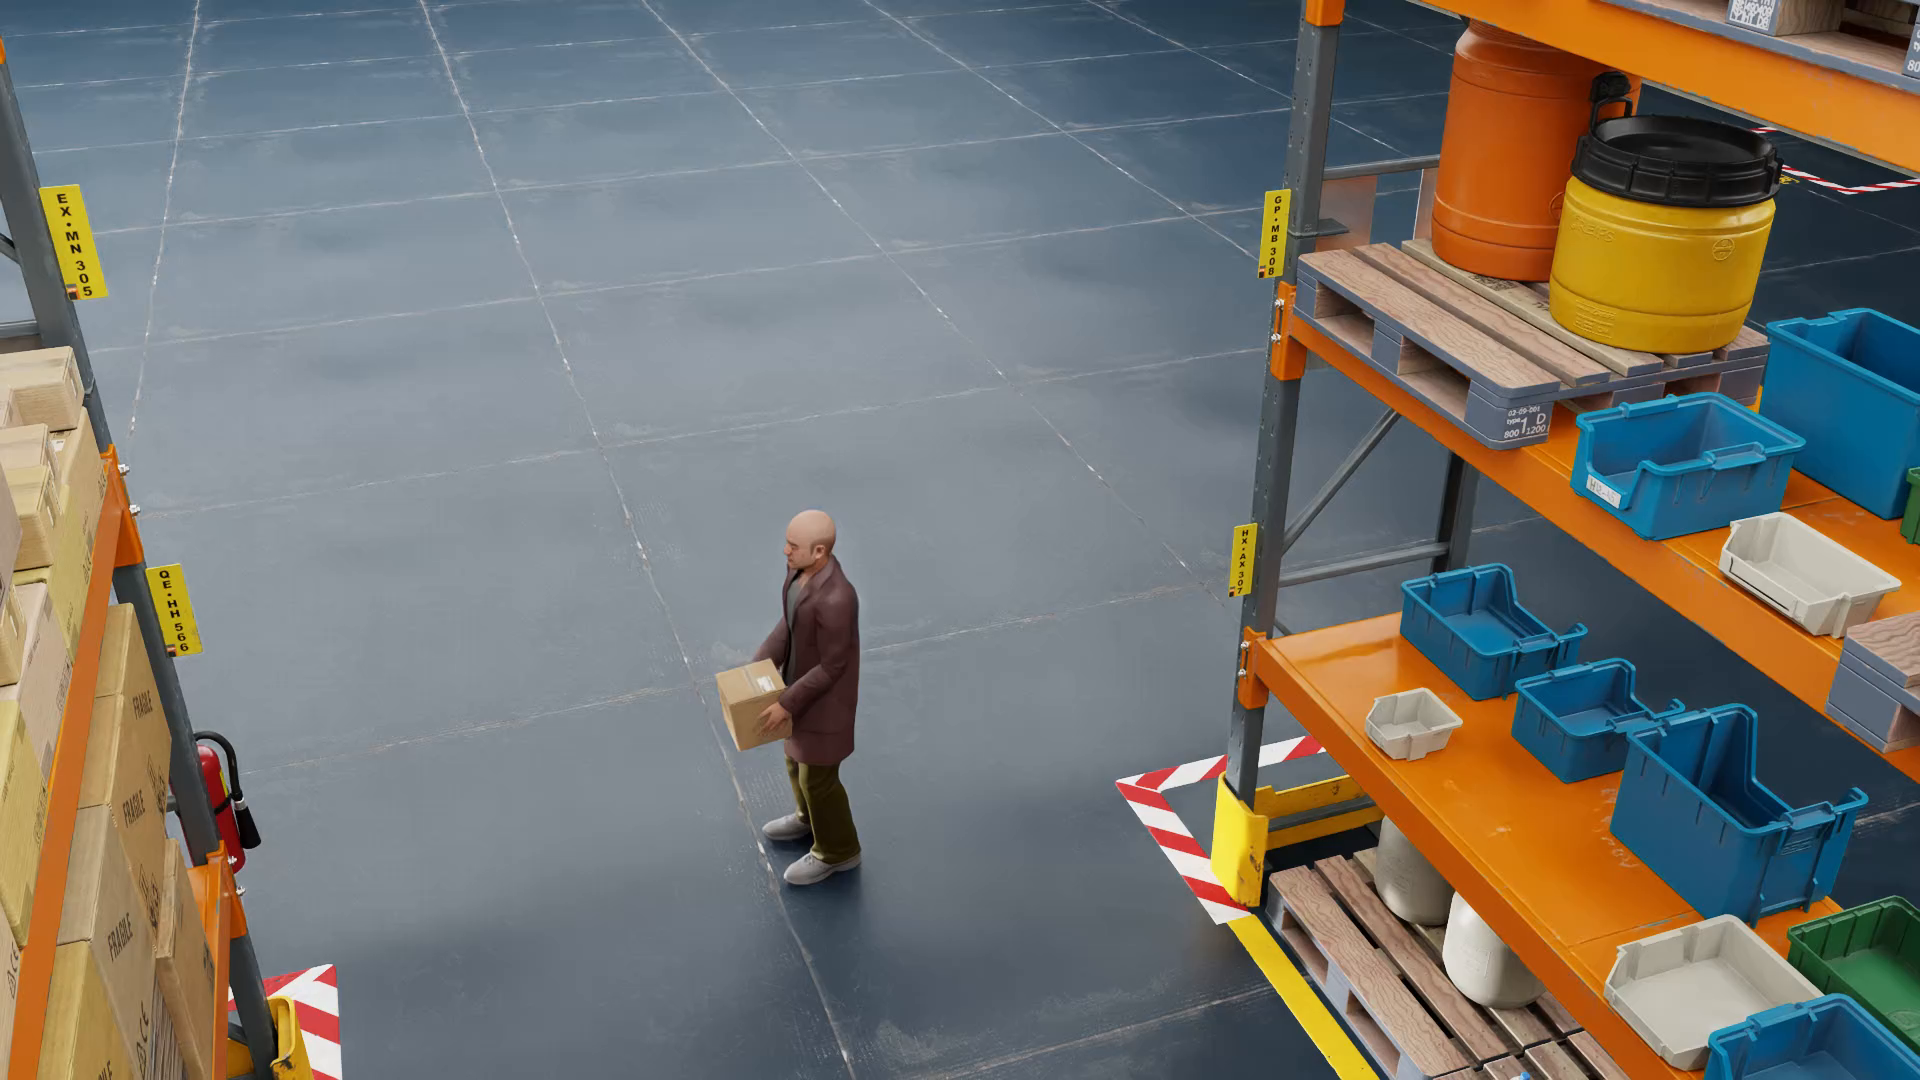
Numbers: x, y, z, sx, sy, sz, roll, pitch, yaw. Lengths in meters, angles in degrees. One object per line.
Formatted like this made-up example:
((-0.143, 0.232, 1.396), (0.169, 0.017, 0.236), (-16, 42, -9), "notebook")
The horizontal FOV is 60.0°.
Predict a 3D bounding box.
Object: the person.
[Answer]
((-0.676, 0.670, 7.170), (0.479, 1.782, 0.572), (-11, 31, -18), "person")
